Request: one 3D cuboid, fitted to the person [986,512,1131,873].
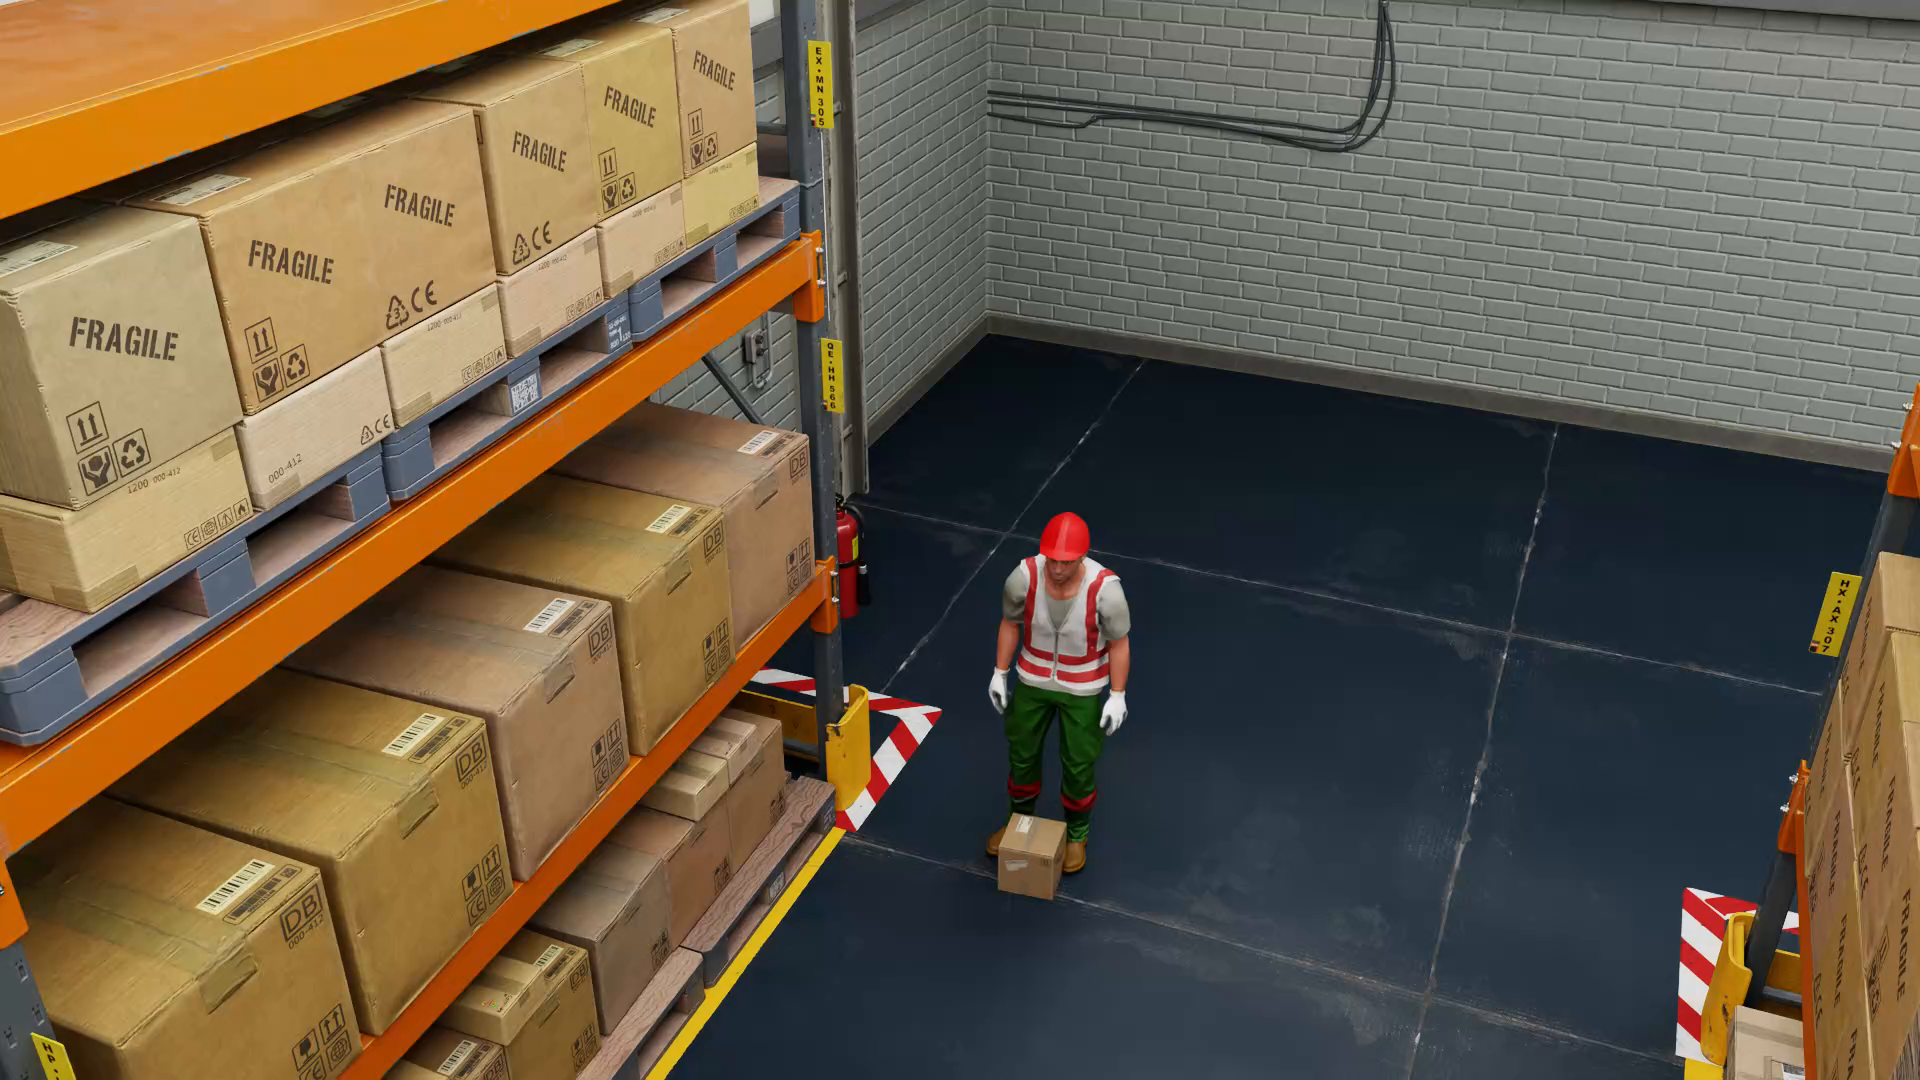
[{"bbox_3d":[0.430,0.648,7.233,0.621,1.781,0.445,10,31,17],"label":"person"}]
